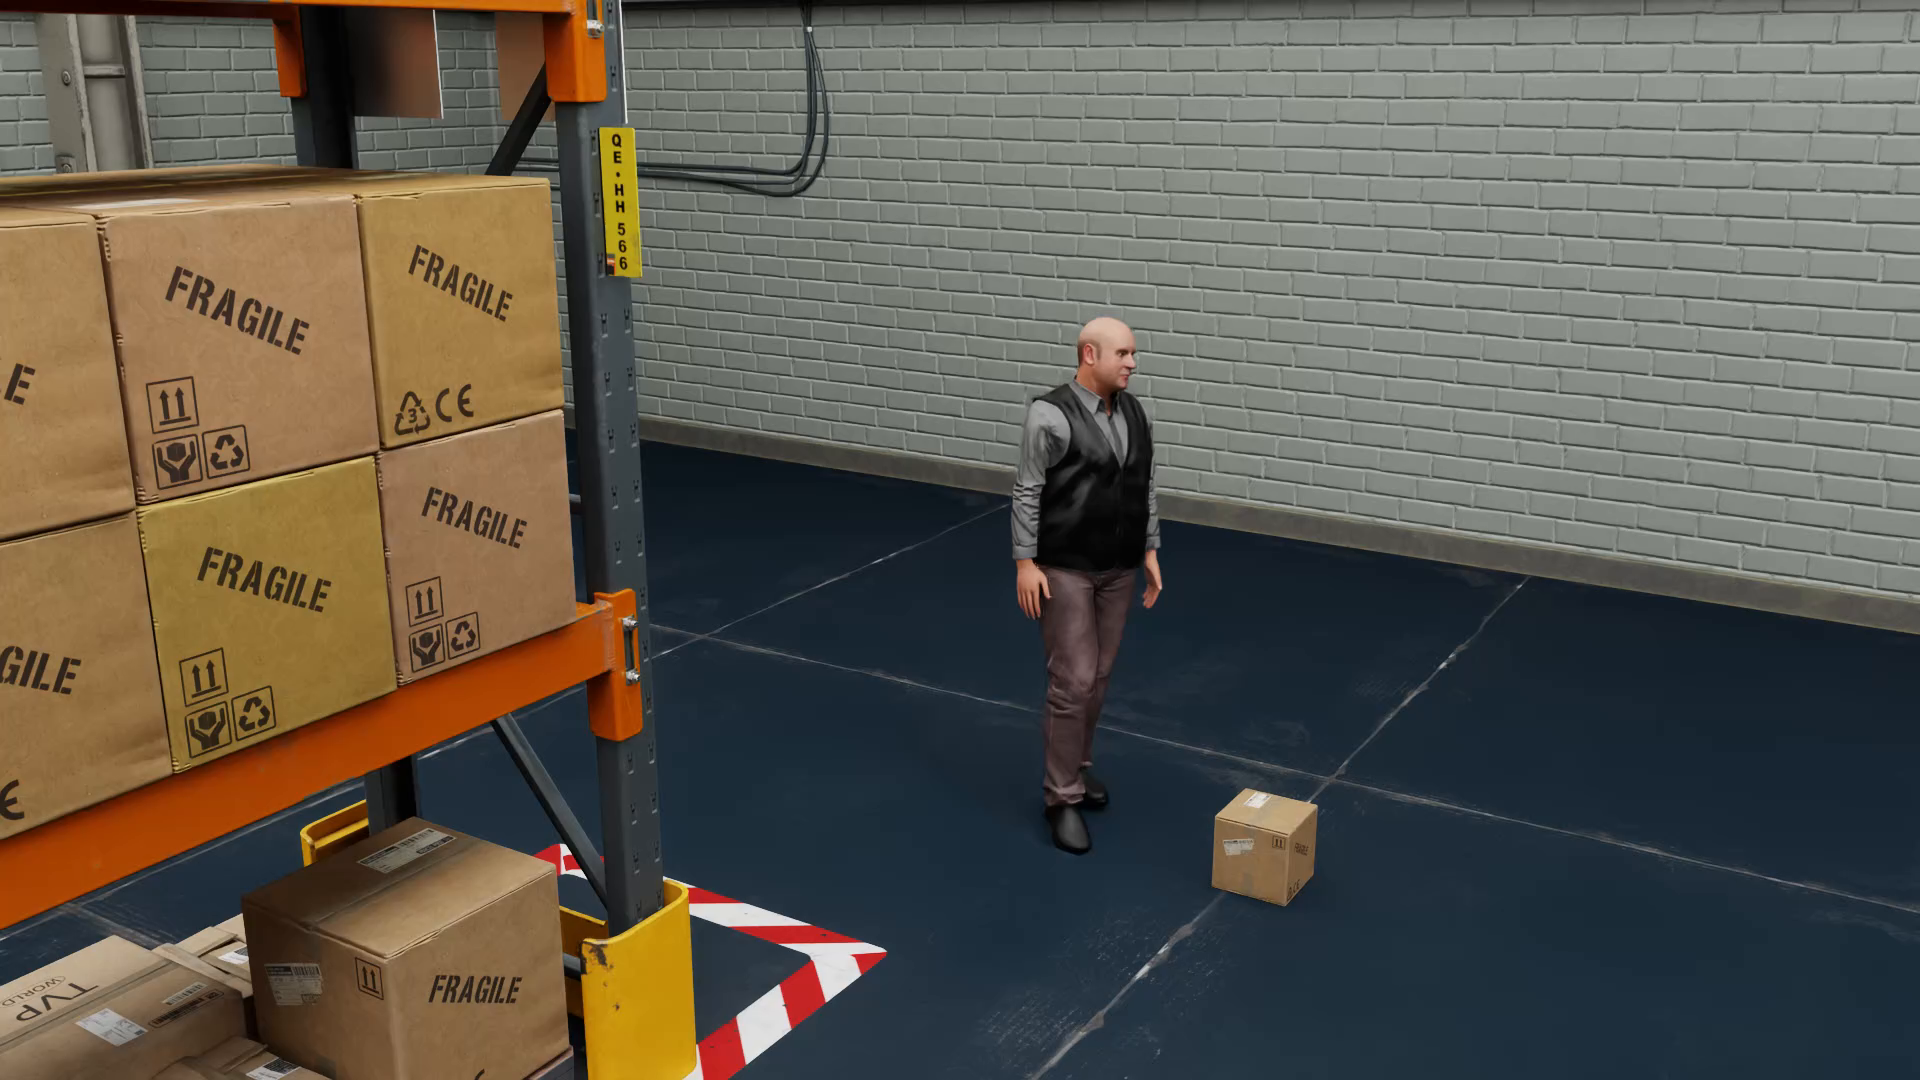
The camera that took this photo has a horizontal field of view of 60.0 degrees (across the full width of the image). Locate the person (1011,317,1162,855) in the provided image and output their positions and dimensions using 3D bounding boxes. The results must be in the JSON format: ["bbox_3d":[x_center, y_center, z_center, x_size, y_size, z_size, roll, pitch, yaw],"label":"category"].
[{"bbox_3d":[0.470,0.125,5.649,0.582,1.741,0.526,-11,19,-33],"label":"person"}]
